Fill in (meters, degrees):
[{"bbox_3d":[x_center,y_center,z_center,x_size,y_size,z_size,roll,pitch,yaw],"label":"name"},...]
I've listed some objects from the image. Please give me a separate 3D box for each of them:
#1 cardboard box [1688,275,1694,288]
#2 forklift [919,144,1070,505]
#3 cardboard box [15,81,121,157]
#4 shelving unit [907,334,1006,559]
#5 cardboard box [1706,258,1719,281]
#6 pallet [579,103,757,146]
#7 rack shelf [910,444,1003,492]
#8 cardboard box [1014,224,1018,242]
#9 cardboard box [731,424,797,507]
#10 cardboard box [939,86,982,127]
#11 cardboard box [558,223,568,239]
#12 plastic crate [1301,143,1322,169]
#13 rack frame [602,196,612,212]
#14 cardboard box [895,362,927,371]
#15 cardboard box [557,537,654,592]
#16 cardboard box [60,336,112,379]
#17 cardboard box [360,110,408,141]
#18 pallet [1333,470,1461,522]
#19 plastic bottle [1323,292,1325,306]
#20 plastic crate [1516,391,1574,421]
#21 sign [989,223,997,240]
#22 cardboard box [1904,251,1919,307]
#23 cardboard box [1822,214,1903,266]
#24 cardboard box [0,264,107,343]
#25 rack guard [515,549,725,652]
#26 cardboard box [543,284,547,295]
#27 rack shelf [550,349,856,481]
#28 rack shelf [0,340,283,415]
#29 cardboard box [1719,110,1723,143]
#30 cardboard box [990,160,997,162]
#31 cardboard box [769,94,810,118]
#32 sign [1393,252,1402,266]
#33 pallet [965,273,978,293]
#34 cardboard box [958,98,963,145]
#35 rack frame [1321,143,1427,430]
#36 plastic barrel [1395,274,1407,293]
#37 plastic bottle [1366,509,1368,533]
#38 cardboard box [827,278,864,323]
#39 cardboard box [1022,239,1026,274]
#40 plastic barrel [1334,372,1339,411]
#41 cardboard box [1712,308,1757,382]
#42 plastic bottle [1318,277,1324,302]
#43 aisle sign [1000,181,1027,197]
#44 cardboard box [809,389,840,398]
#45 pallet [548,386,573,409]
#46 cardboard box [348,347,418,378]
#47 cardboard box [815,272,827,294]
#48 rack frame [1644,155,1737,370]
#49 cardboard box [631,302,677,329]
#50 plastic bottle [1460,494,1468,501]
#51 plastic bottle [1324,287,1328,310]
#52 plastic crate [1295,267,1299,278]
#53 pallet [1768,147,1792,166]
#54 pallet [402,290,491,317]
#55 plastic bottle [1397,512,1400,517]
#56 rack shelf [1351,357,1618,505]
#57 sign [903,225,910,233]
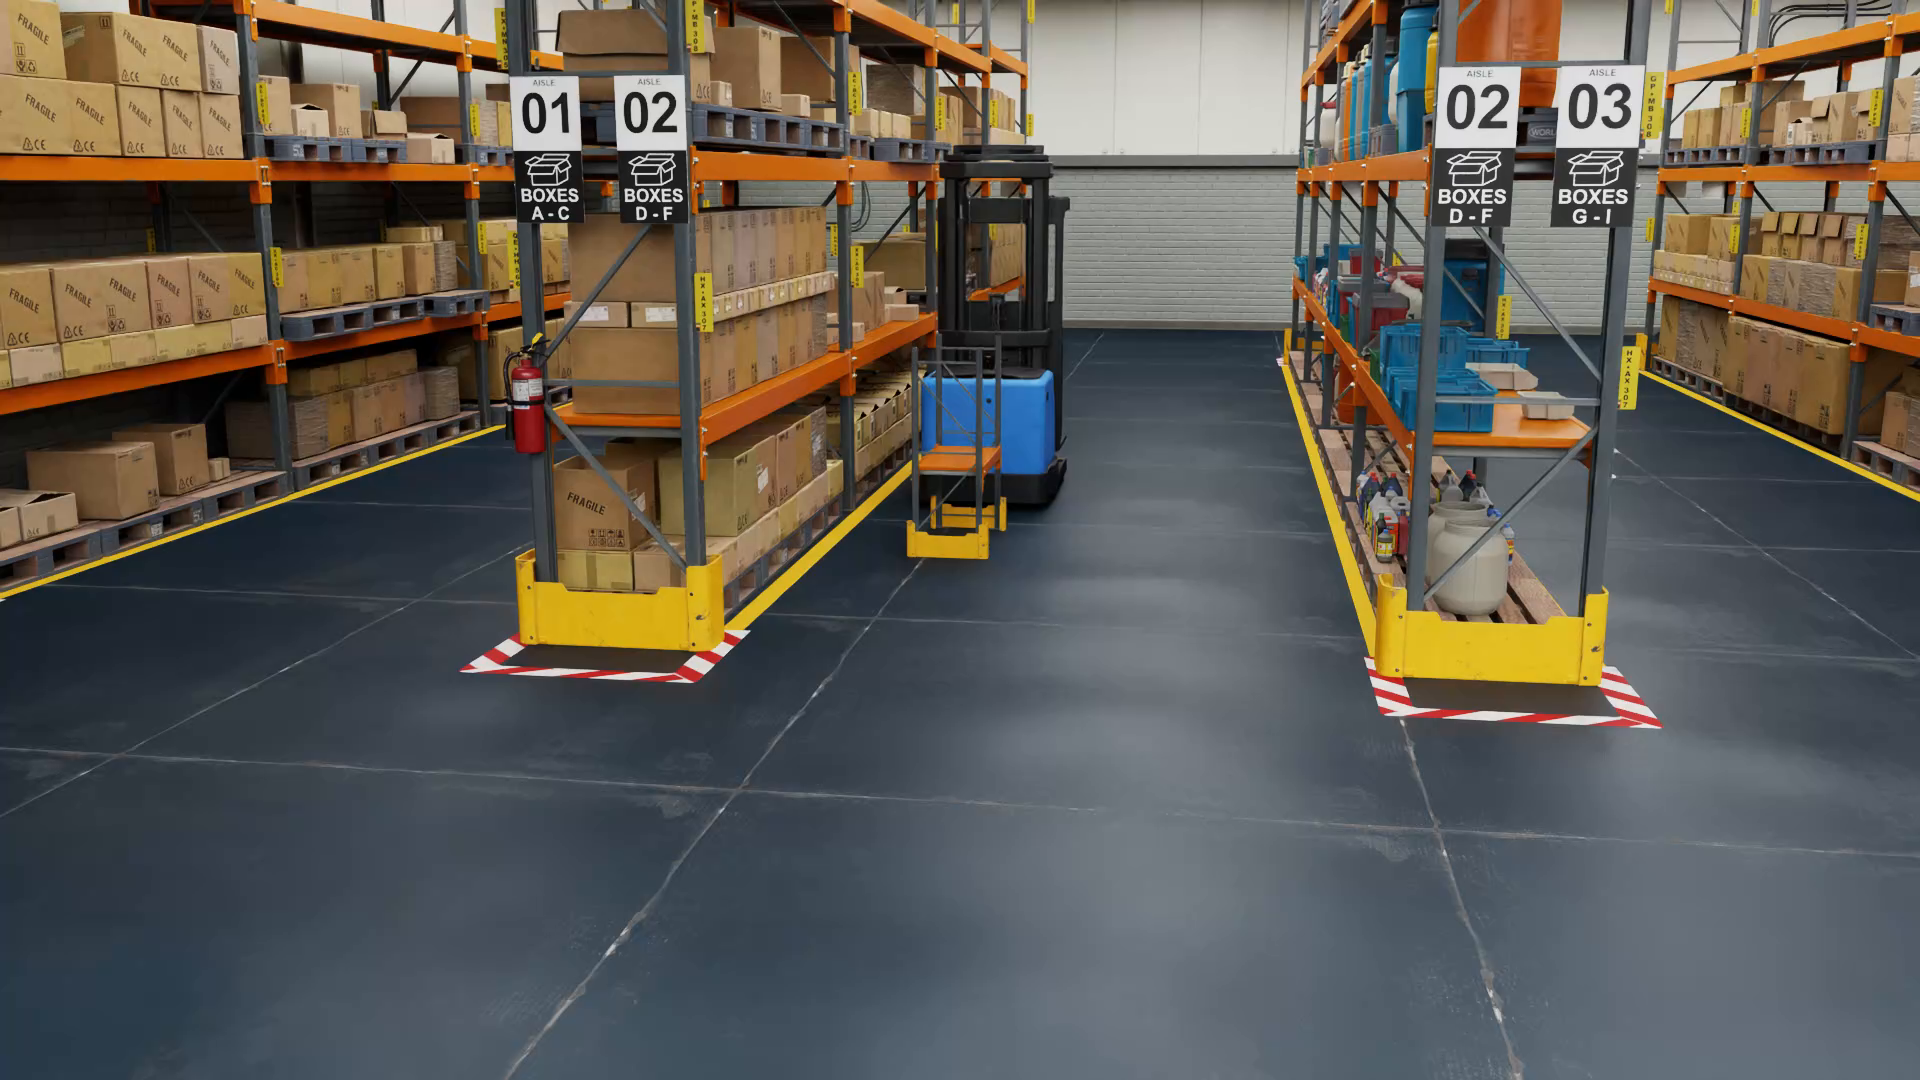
[{"bbox_3d":[9.616,-3.332,21.432,0.380,0.149,0.250,2,12,10],"label":"cardboard box"},{"bbox_3d":[0.384,-1.985,14.745,1.130,2.935,3.031,2,12,8],"label":"forklift"},{"bbox_3d":[-6.319,-2.962,11.711,0.500,0.500,0.500,3,12,12],"label":"cardboard box"},{"bbox_3d":[-0.012,-0.717,12.262,0.587,1.500,1.083,2,12,9],"label":"shelving unit"},{"bbox_3d":[9.541,-3.341,20.526,0.500,0.250,0.500,2,12,10],"label":"cardboard box"},{"bbox_3d":[-1.843,-2.454,9.849,1.003,0.211,1.213,2,12,9],"label":"pallet"},{"bbox_3d":[-0.013,-0.540,12.291,0.538,0.185,1.000,2,12,9],"label":"rack shelf"},{"bbox_3d":[0.534,-4.438,23.355,0.500,0.500,0.500,2,12,10],"label":"cardboard box"},{"bbox_3d":[-1.442,-0.529,11.576,0.500,0.500,0.500,2,12,9],"label":"cardboard box"},{"bbox_3d":[-0.095,-5.489,21.111,0.700,0.500,0.500,2,12,9],"label":"cardboard box"},{"bbox_3d":[-5.013,-3.795,20.211,0.500,0.250,0.500,2,12,10],"label":"cardboard box"},{"bbox_3d":[4.870,-5.181,22.439,0.504,0.338,0.767,2,12,9],"label":"plastic crate"},{"bbox_3d":[-5.028,-3.542,21.809,1.000,3.000,0.127,2,12,9],"label":"rack frame"},{"bbox_3d":[-0.395,-1.628,17.818,0.500,0.500,0.500,2,12,11],"label":"cardboard box"},{"bbox_3d":[-2.187,0.133,10.285,0.500,0.250,0.500,2,12,9],"label":"cardboard box"},{"bbox_3d":[-6.334,-1.286,11.650,0.500,0.250,0.500,2,12,8],"label":"cardboard box"},{"bbox_3d":[-5.934,-3.969,16.378,0.797,0.503,0.637,4,13,17],"label":"cardboard box"},{"bbox_3d":[3.614,-0.357,13.650,1.003,0.211,1.213,2,12,9],"label":"pallet"},{"bbox_3d":[3.963,-2.603,17.922,0.097,0.201,0.097,0,12,0],"label":"plastic bottle"},{"bbox_3d":[3.372,-0.770,9.572,0.298,0.136,0.250,2,12,9],"label":"plastic crate"},{"bbox_3d":[0.417,-3.931,20.866,0.100,0.325,0.005,2,12,9],"label":"sign"},{"bbox_3d":[8.997,-2.368,15.129,0.500,0.500,0.500,0,12,2],"label":"cardboard box"},{"bbox_3d":[9.272,-3.054,16.928,0.797,0.503,0.637,2,12,10],"label":"cardboard box"},{"bbox_3d":[-6.331,-1.647,11.543,0.500,0.500,0.500,1,12,7],"label":"cardboard box"},{"bbox_3d":[-1.981,0.343,9.717,1.175,0.500,0.348,2,12,9],"label":"rack guard"},{"bbox_3d":[-5.138,-2.977,19.736,0.380,0.149,0.250,2,12,9],"label":"cardboard box"},{"bbox_3d":[-1.670,-0.949,11.484,1.077,0.370,4.000,2,12,9],"label":"rack shelf"},{"bbox_3d":[-6.565,-1.109,12.226,1.077,0.370,4.000,2,12,9],"label":"rack shelf"},{"bbox_3d":[10.024,-5.211,20.961,0.700,0.500,0.500,2,12,11],"label":"cardboard box"},{"bbox_3d":[0.187,-4.869,21.200,0.500,0.250,0.500,2,12,9],"label":"cardboard box"},{"bbox_3d":[-1.278,-3.074,11.786,0.380,0.149,0.250,2,12,9],"label":"cardboard box"},{"bbox_3d":[5.305,-3.338,20.206,0.100,0.325,0.005,2,12,9],"label":"sign"},{"bbox_3d":[-0.363,-3.126,20.333,1.003,0.211,1.213,2,12,9],"label":"pallet"},{"bbox_3d":[-0.282,-5.049,20.211,0.600,0.600,0.600,1,12,3],"label":"cardboard box"},{"bbox_3d":[4.146,-2.388,16.456,1.000,3.000,0.127,2,12,9],"label":"rack frame"},{"bbox_3d":[4.135,-2.134,15.011,0.421,0.512,0.421,0,12,0],"label":"plastic barrel"},{"bbox_3d":[2.901,-0.151,11.671,0.097,0.201,0.097,0,12,0],"label":"plastic bottle"},{"bbox_3d":[-1.147,-2.035,14.578,0.500,0.500,0.500,3,12,13],"label":"cardboard box"},{"bbox_3d":[0.683,-4.162,24.448,0.500,0.500,0.500,2,12,10],"label":"cardboard box"},{"bbox_3d":[4.203,-1.600,17.708,0.421,0.512,0.421,0,12,0],"label":"plastic barrel"},{"bbox_3d":[9.836,-2.362,20.380,0.875,0.875,0.875,2,12,9],"label":"cardboard box"},{"bbox_3d":[4.136,-2.835,18.824,0.152,0.276,0.135,2,12,9],"label":"plastic bottle"},{"bbox_3d":[0.796,-5.490,24.678,0.394,0.787,0.004,2,12,9],"label":"aisle sign"},{"bbox_3d":[-1.350,-1.263,15.431,0.500,0.311,0.500,2,12,8],"label":"cardboard box"},{"bbox_3d":[-5.257,-1.761,20.164,1.003,0.211,1.213,2,12,9],"label":"pallet"},{"bbox_3d":[-5.852,-1.801,16.839,0.500,0.250,0.500,2,12,10],"label":"cardboard box"},{"bbox_3d":[-1.233,-1.968,12.728,0.380,0.149,0.250,2,12,7],"label":"cardboard box"},{"bbox_3d":[10.271,-3.893,23.439,1.000,3.000,0.127,2,12,9],"label":"rack frame"},{"bbox_3d":[-1.705,-1.325,9.745,0.380,0.149,0.250,2,12,8],"label":"cardboard box"},{"bbox_3d":[3.533,-0.190,11.660,0.061,0.283,0.133,2,12,9],"label":"plastic bottle"},{"bbox_3d":[3.918,-2.576,17.632,0.097,0.271,0.097,0,12,0],"label":"plastic bottle"},{"bbox_3d":[4.778,-3.708,23.063,0.250,0.136,0.298,2,12,9],"label":"plastic crate"},{"bbox_3d":[9.563,-4.241,18.386,0.805,0.209,1.217,1,12,6],"label":"pallet"},{"bbox_3d":[-5.647,-2.464,17.261,1.213,0.211,1.003,2,12,9],"label":"pallet"},{"bbox_3d":[3.000,-0.087,11.375,0.097,0.201,0.097,0,12,0],"label":"plastic bottle"},{"bbox_3d":[3.224,-0.788,10.736,1.077,0.370,4.000,2,12,9],"label":"rack shelf"},{"bbox_3d":[-0.670,-3.822,21.051,0.100,0.325,0.005,2,12,9],"label":"sign"}]
